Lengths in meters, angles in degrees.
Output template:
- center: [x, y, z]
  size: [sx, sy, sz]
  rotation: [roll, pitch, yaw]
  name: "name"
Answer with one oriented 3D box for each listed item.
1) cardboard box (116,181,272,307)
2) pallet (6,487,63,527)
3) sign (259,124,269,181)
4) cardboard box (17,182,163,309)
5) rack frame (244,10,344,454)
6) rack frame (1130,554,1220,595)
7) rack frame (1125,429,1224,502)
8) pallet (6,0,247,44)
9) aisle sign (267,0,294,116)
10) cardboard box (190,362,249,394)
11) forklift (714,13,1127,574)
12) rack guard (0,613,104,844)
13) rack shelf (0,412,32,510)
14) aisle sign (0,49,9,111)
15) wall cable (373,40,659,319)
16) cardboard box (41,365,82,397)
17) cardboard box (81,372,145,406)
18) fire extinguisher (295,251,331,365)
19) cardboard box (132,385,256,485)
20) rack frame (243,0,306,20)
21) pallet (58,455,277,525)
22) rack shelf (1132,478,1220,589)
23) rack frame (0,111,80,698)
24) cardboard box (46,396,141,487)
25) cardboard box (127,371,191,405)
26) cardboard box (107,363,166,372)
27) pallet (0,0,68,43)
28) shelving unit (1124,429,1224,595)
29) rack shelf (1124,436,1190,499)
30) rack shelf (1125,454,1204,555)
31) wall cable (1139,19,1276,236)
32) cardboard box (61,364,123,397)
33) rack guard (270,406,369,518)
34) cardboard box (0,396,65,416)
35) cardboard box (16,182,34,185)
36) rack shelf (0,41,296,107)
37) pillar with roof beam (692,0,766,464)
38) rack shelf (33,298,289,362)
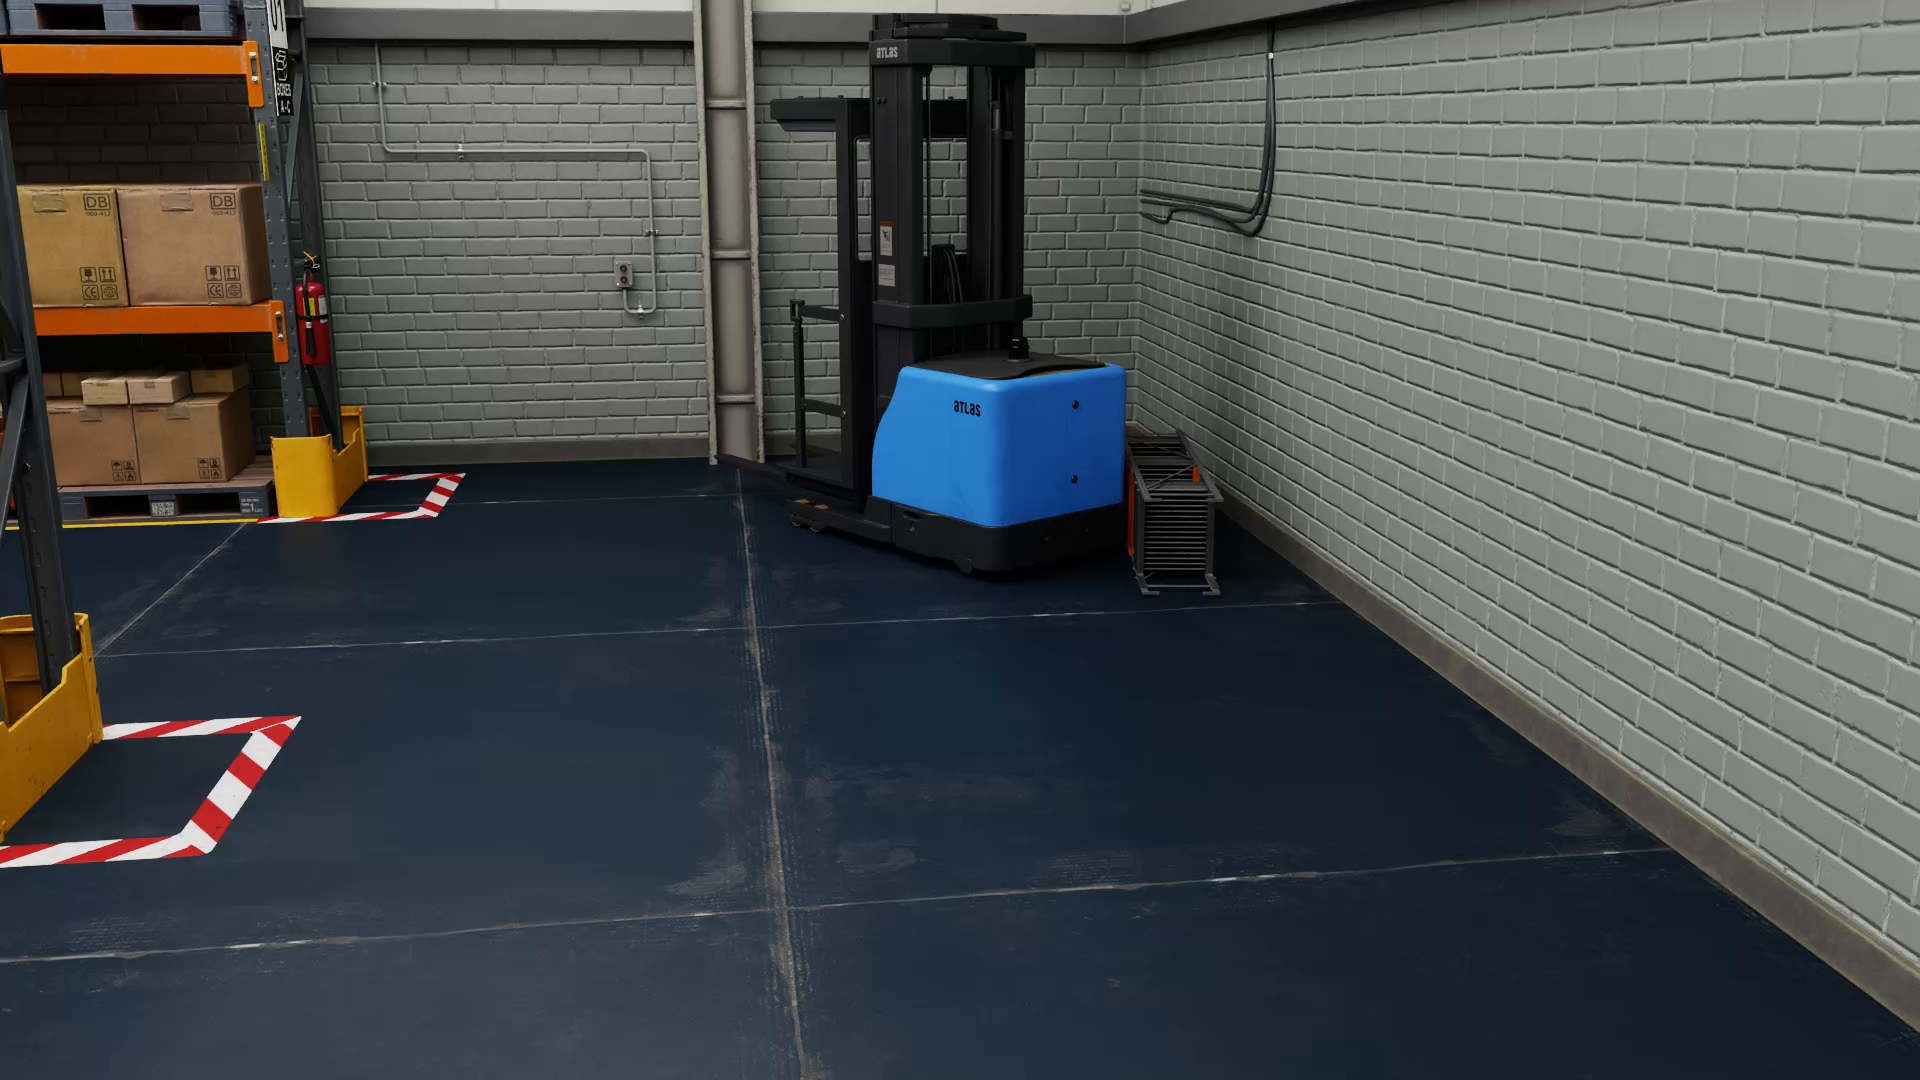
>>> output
- center: [-4.658, -1.857, 10.345]
  size: [0.700, 0.700, 0.980]
  rotation: [-1, 14, -6]
  name: "cardboard box"
- center: [-6.138, -0.289, 10.440]
  size: [1.213, 0.211, 1.003]
  rotation: [-2, 14, -8]
  name: "pallet"
- center: [-4.088, -2.278, 9.773]
  size: [0.005, 0.325, 0.100]
  rotation: [-2, 14, -8]
  name: "sign"
- center: [-5.376, -1.828, 10.229]
  size: [0.700, 0.700, 0.980]
  rotation: [-2, 14, -9]
  name: "cardboard box"
- center: [-4.155, -1.733, 10.465]
  size: [0.127, 3.000, 1.000]
  rotation: [-2, 14, -8]
  name: "rack frame"
- center: [1.159, 0.028, 9.539]
  size: [0.400, 0.015, 2.100]
  rotation: [0, 14, 1]
  name: "rack frame"
- center: [1.159, -0.446, 9.424]
  size: [0.400, 0.015, 2.100]
  rotation: [0, 14, 1]
  name: "rack frame"
- center: [-4.887, -3.115, 9.994]
  size: [1.213, 0.211, 1.003]
  rotation: [-2, 14, -8]
  name: "pallet"
- center: [-4.040, -2.924, 9.871]
  size: [0.004, 0.787, 0.394]
  rotation: [-2, 14, -8]
  name: "aisle sign"
- center: [-4.739, -1.042, 10.652]
  size: [0.250, 0.149, 0.380]
  rotation: [-2, 14, -8]
  name: "cardboard box"
- center: [-0.403, -1.537, 9.825]
  size: [1.130, 2.935, 3.031]
  rotation: [-12, 18, -39]
  name: "forklift"
- center: [-3.489, 0.674, 6.007]
  size: [0.348, 0.500, 1.175]
  rotation: [-2, 14, -8]
  name: "rack guard"
- center: [-5.391, -0.120, 5.513]
  size: [4.000, 0.370, 1.077]
  rotation: [-2, 14, -8]
  name: "rack shelf"
- center: [-3.390, -1.875, 5.689]
  size: [0.004, 0.787, 0.394]
  rotation: [-2, 14, -8]
  name: "aisle sign"
- center: [-3.030, -2.500, 11.434]
  size: [1.851, 1.984, 0.084]
  rotation: [-2, 14, -8]
  name: "wall cable"
- center: [-5.739, -1.005, 10.505]
  size: [0.250, 0.149, 0.380]
  rotation: [-2, 14, -8]
  name: "cardboard box"
- center: [-5.185, -0.931, 10.211]
  size: [0.250, 0.149, 0.380]
  rotation: [-2, 14, -7]
  name: "cardboard box"
- center: [-3.937, -1.409, 10.099]
  size: [0.183, 0.674, 0.296]
  rotation: [-2, 14, -8]
  name: "fire extinguisher"
- center: [-4.833, -0.675, 10.521]
  size: [0.500, 0.500, 0.700]
  rotation: [-2, 14, -8]
  name: "cardboard box"
- center: [-4.155, -4.643, 9.735]
  size: [0.127, 3.000, 1.000]
  rotation: [-2, 14, -8]
  name: "rack frame"
- center: [-4.934, -0.332, 10.614]
  size: [1.213, 0.211, 1.003]
  rotation: [-2, 14, -8]
  name: "pallet"
- center: [1.142, -0.042, 8.788]
  size: [0.431, 0.480, 0.518]
  rotation: [0, 14, 1]
  name: "rack shelf"
- center: [-3.414, -0.541, 5.714]
  size: [0.127, 3.000, 1.000]
  rotation: [-2, 14, -8]
  name: "rack frame"
- center: [-5.327, -0.656, 10.448]
  size: [0.500, 0.500, 0.700]
  rotation: [-2, 14, -8]
  name: "cardboard box"
- center: [-4.932, -0.941, 10.249]
  size: [0.250, 0.149, 0.380]
  rotation: [-2, 14, -9]
  name: "cardboard box"
- center: [-5.240, -1.023, 10.578]
  size: [0.250, 0.149, 0.380]
  rotation: [-2, 14, -8]
  name: "cardboard box"
- center: [-6.096, -3.070, 9.814]
  size: [1.213, 0.211, 1.003]
  rotation: [-2, 14, -8]
  name: "pallet"
- center: [1.159, -0.209, 9.482]
  size: [0.431, 0.503, 2.100]
  rotation: [0, 14, 1]
  name: "shelving unit"
- center: [1.176, -0.370, 10.149]
  size: [0.431, 0.480, 0.518]
  rotation: [0, 14, 1]
  name: "rack shelf"
- center: [1.159, -0.206, 9.468]
  size: [0.431, 0.480, 0.518]
  rotation: [0, 14, 1]
  name: "rack shelf"
- center: [1.491, -3.256, 10.587]
  size: [0.112, 2.526, 3.097]
  rotation: [-2, 14, -8]
  name: "wall cable"
- center: [-5.487, -1.014, 10.542]
  size: [0.250, 0.149, 0.380]
  rotation: [-2, 14, -8]
  name: "cardboard box"
- center: [-4.132, -0.521, 10.772]
  size: [0.348, 0.500, 1.175]
  rotation: [-2, 14, -8]
  name: "rack guard"
- center: [-5.825, -0.638, 10.375]
  size: [0.500, 0.500, 0.700]
  rotation: [-3, 14, -10]
  name: "cardboard box"
- center: [-6.131, -1.803, 10.128]
  size: [0.700, 0.700, 0.980]
  rotation: [-3, 14, -11]
  name: "cardboard box"
- center: [-6.133, -2.766, 9.899]
  size: [4.000, 0.370, 1.077]
  rotation: [-2, 14, -8]
  name: "rack shelf"
- center: [-0.973, -3.913, 6.826]
  size: [0.400, 9.000, 9.100]
  rotation: [-2, 14, -8]
  name: "pillar with roof beam"
- center: [-6.133, -1.311, 10.263]
  size: [4.000, 0.370, 1.077]
  rotation: [-2, 14, -8]
  name: "rack shelf"
